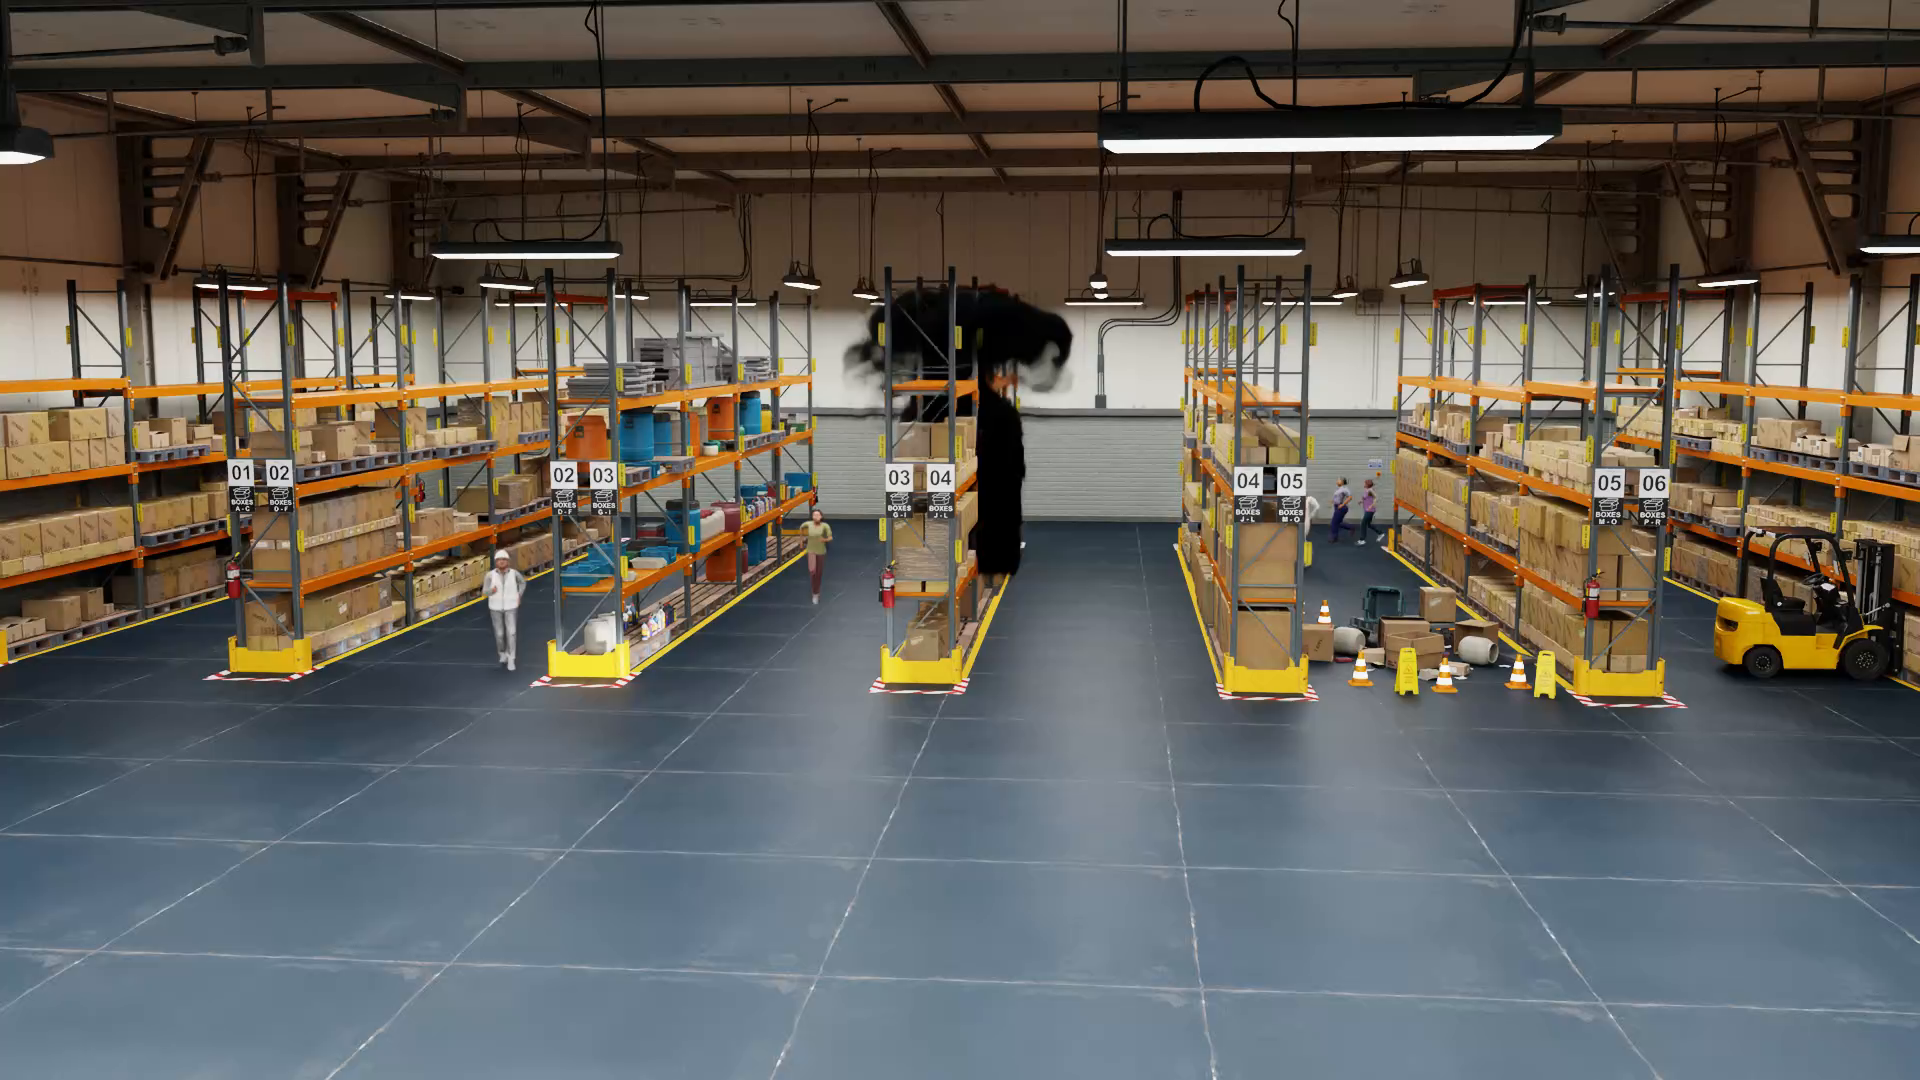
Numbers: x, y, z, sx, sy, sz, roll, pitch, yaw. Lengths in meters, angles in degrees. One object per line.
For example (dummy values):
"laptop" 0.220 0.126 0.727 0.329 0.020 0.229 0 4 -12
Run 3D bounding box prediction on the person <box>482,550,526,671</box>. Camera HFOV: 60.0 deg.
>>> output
"person" -6.914 1.065 25.224 0.636 1.821 0.726 -1 7 -11

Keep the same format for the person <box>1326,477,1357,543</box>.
"person" 9.391 -0.736 40.797 0.769 1.636 0.607 0 7 -2

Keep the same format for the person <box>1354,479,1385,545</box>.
"person" 9.952 -0.679 40.297 0.773 1.614 0.565 0 7 2

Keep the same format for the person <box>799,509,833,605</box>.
"person" -2.584 0.234 29.838 0.603 1.618 0.764 0 7 -4

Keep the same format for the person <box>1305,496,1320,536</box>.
"person" 7.486 -0.298 36.521 0.681 1.837 0.829 -1 7 -11
